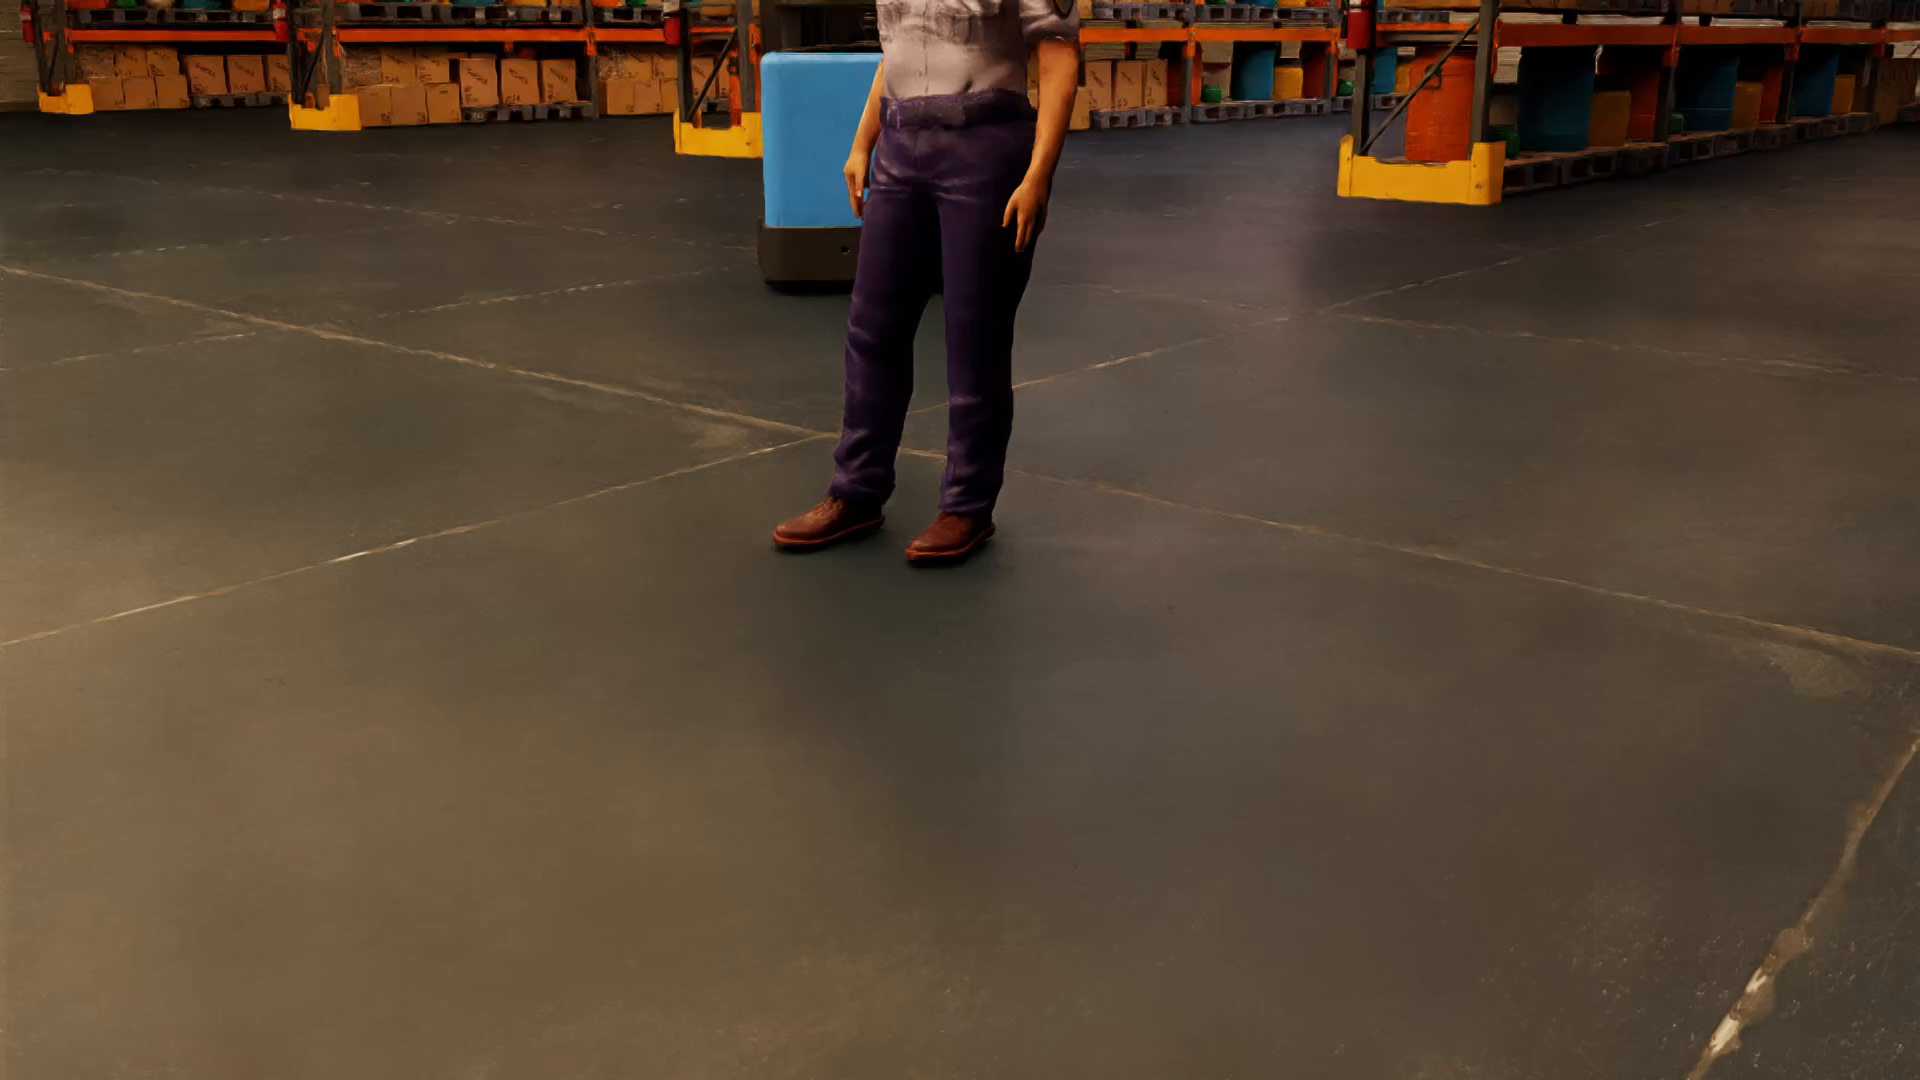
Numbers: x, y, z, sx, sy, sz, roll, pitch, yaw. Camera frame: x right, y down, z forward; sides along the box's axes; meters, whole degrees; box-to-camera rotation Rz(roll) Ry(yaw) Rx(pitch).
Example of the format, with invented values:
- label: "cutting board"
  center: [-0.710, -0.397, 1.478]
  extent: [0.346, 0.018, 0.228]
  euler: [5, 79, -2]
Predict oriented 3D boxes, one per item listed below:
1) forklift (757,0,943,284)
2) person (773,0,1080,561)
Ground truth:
- label: "forklift"
  center: [-0.499, -2.968, 8.674]
  extent: [1.130, 2.935, 3.031]
  euler: [-1, 17, -5]
- label: "person"
  center: [-0.075, -0.779, 3.648]
  extent: [0.599, 1.650, 0.502]
  euler: [13, 21, 37]
